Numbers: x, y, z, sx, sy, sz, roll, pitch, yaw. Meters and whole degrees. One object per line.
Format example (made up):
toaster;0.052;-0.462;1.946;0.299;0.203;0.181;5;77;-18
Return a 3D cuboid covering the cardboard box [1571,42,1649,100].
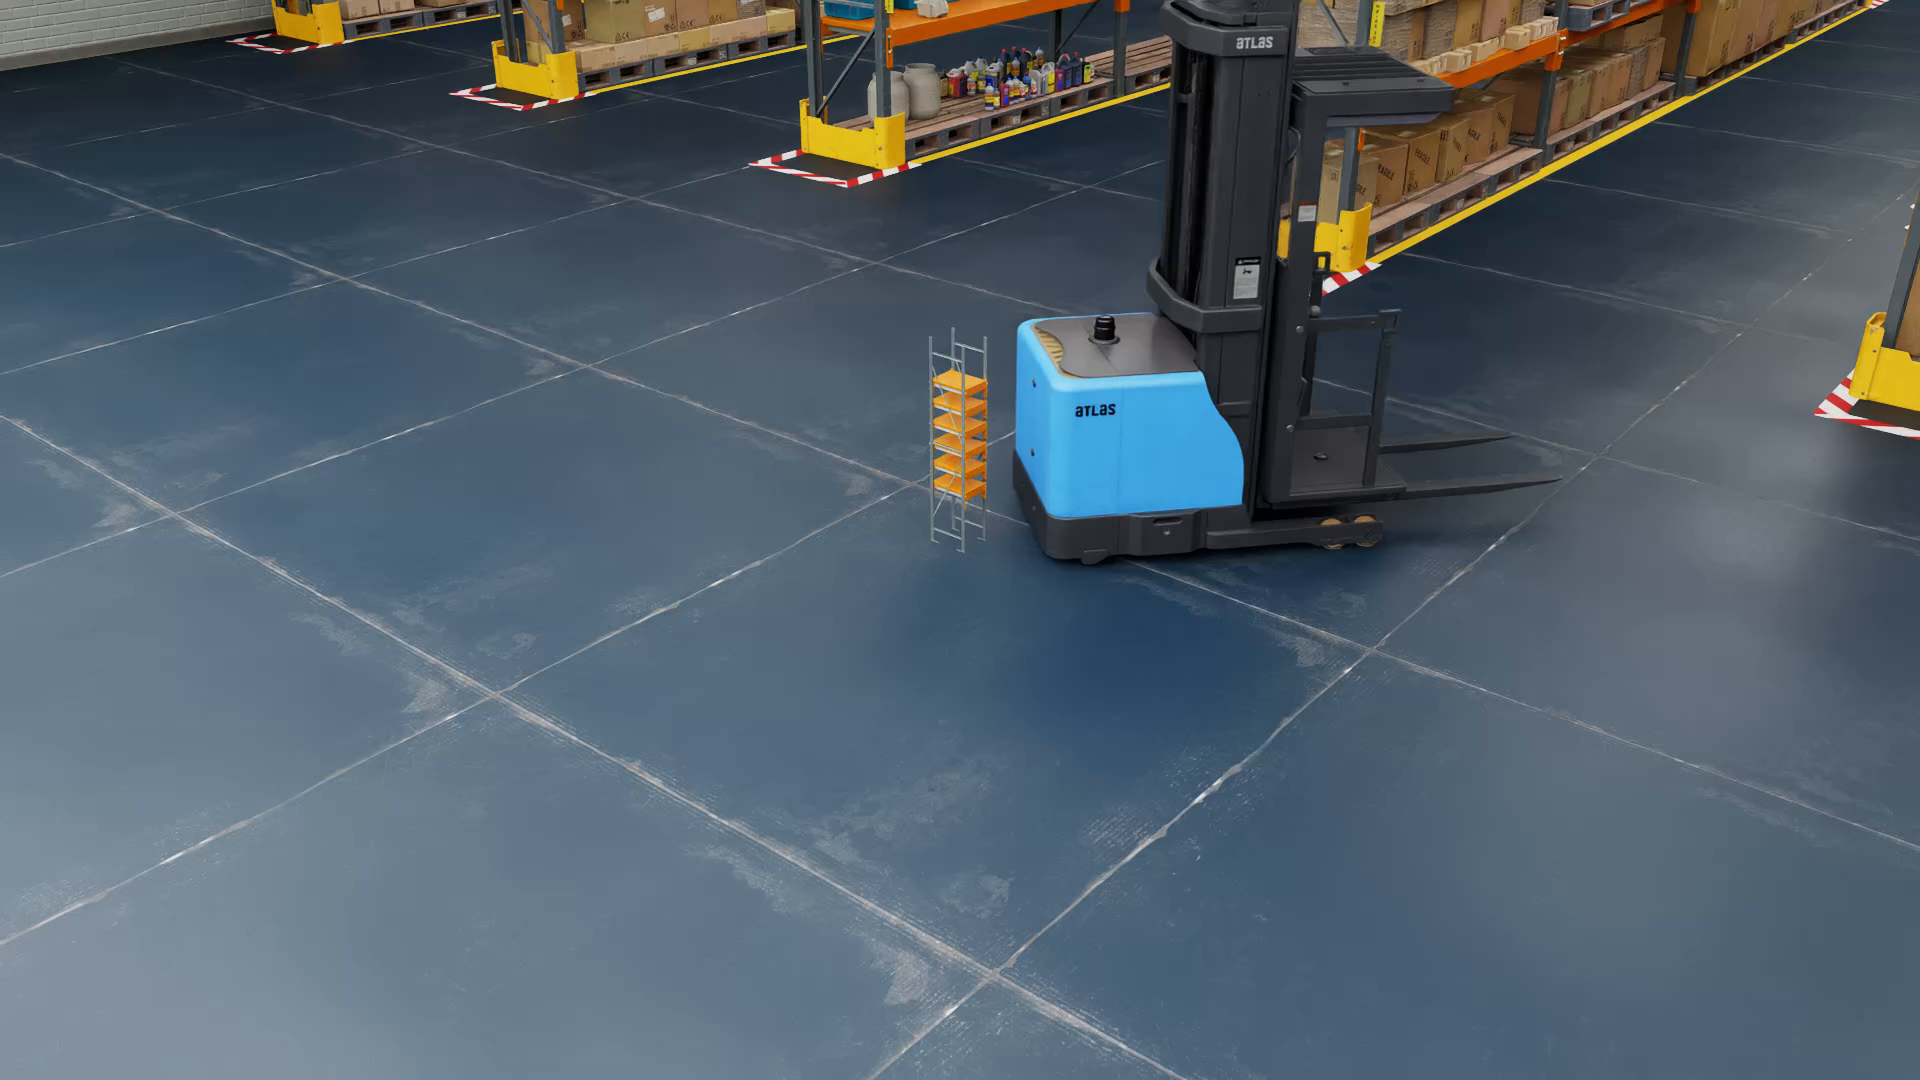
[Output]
cardboard box;7.071;-5.160;18.202;0.700;0.500;0.500;18;32;30

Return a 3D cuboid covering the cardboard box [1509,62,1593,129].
cardboard box;6.006;-4.561;17.043;0.700;0.500;0.500;21;34;34

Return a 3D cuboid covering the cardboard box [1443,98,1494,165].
cardboard box;4.637;-3.842;15.675;0.500;0.500;0.500;-16;31;-28

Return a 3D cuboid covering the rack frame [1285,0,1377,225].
rack frame;2.736;-3.682;13.104;1.000;3.000;0.127;21;34;34

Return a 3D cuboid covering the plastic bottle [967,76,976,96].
plastic bottle;0.122;-4.963;18.145;0.097;0.201;0.097;0;27;0

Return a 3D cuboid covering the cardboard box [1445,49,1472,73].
cardboard box;4.130;-4.106;14.195;0.380;0.149;0.250;21;34;34

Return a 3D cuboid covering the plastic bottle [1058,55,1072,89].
plastic bottle;1.149;-5.186;18.415;0.144;0.351;0.185;19;33;32

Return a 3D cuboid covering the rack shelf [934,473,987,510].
rack shelf;-0.009;-0.275;9.095;0.258;0.103;0.180;21;34;34

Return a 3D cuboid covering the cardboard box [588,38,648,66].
cardboard box;-4.077;-5.848;19.825;0.500;0.250;0.500;21;34;34

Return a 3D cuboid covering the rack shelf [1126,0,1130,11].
rack shelf;2.731;-6.938;20.179;1.077;0.370;4.000;21;34;34

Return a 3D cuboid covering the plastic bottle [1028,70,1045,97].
plastic bottle;0.837;-4.982;18.102;0.152;0.276;0.135;21;34;35

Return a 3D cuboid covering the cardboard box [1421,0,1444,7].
cardboard box;3.620;-4.594;13.344;0.500;0.500;0.500;21;34;34

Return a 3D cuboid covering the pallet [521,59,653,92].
pallet;-4.451;-5.624;19.891;1.003;0.211;1.213;21;34;34

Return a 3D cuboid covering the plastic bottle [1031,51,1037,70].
plastic bottle;0.816;-5.399;18.899;0.061;0.283;0.133;21;34;34

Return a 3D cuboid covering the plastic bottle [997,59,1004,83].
plastic bottle;0.440;-5.237;18.599;0.097;0.271;0.097;0;27;0

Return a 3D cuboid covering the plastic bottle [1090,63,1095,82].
plastic bottle;1.468;-5.281;18.761;0.097;0.201;0.097;0;27;0

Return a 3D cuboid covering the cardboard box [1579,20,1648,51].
cardboard box;7.092;-5.500;18.042;0.500;0.250;0.500;-24;36;-38

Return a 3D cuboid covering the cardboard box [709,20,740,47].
cardboard box;-3.120;-6.378;20.850;0.500;0.250;0.500;21;34;34

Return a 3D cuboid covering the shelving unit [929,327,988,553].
shelving unit;-0.009;-0.528;8.964;0.258;1.200;0.189;21;34;34

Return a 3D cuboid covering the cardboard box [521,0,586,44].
cardboard box;-4.794;-6.154;19.602;0.500;0.500;0.500;21;34;34

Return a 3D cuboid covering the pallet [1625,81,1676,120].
pallet;7.327;-5.004;18.693;1.003;0.211;1.213;21;34;34

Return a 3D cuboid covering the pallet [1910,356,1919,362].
pallet;6.947;-1.265;11.465;1.003;0.211;1.213;21;34;34

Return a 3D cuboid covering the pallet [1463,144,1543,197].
pallet;4.881;-3.614;16.006;1.003;0.211;1.213;21;34;34

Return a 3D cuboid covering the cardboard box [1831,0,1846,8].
cardboard box;11.989;-8.025;23.354;0.875;0.875;0.875;21;34;34

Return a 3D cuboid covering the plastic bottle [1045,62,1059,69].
plastic bottle;1.019;-5.188;18.499;0.152;0.276;0.135;21;34;34

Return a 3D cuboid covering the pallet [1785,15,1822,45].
pallet;10.913;-6.945;22.446;1.003;0.211;1.213;21;34;34

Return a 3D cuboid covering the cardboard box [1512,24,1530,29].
cardboard box;4.999;-4.670;15.286;0.380;0.149;0.250;21;34;34

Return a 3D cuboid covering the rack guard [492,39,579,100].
rack guard;-4.921;-5.460;19.261;1.175;0.500;0.348;21;34;34

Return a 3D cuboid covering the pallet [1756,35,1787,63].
pallet;9.936;-6.403;21.397;1.003;0.211;1.213;21;34;34

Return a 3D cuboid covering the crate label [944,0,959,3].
crate label;-0.124;-5.877;17.308;0.502;0.435;0.616;21;34;34

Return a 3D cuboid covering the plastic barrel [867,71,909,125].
plastic barrel;-0.726;-4.467;16.871;0.421;0.512;0.421;0;27;0

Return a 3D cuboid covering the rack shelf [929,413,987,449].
rack shelf;-0.009;-0.595;8.930;0.258;0.103;0.180;21;34;34

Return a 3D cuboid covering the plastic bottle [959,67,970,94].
plastic bottle;0.014;-5.026;18.185;0.152;0.276;0.135;20;33;33

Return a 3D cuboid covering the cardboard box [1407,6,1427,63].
cardboard box;3.333;-4.258;13.784;0.875;0.500;0.500;21;34;34

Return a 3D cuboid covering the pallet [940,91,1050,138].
pallet;0.224;-4.649;18.008;1.003;0.211;1.213;21;34;34

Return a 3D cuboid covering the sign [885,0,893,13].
sign;-0.664;-5.091;15.525;0.100;0.325;0.005;21;34;34

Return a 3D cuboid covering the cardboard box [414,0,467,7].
cardboard box;-7.353;-7.777;23.261;0.700;0.500;0.500;18;33;31

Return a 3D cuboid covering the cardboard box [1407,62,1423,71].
cardboard box;3.589;-3.864;13.729;0.380;0.149;0.250;21;34;34

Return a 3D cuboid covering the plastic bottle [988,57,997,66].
plastic bottle;0.368;-5.259;18.629;0.061;0.283;0.133;23;35;37

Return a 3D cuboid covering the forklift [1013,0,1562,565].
forklift;1.873;-1.483;8.927;3.031;2.935;1.130;-5;28;-9

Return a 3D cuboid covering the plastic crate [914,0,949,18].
plastic crate;-0.268;-5.236;16.394;0.298;0.136;0.250;21;34;34

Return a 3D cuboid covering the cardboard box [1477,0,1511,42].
cardboard box;4.361;-4.762;14.758;0.875;0.500;0.500;21;34;34

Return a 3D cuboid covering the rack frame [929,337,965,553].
rack frame;-0.067;-0.495;8.902;0.240;1.200;0.006;21;34;34

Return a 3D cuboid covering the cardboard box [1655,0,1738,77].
cardboard box;8.280;-6.000;19.440;1.225;0.875;0.875;19;33;32

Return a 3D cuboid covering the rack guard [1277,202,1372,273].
rack guard;2.785;-2.599;13.730;1.175;0.500;0.348;21;34;34

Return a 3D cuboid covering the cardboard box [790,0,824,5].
cardboard box;-1.906;-7.285;21.993;0.500;0.311;0.500;21;34;35

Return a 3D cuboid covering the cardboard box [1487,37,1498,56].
cardboard box;4.537;-4.398;14.761;0.380;0.149;0.250;21;34;34

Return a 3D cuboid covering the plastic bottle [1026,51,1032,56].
plastic bottle;0.733;-5.426;18.960;0.152;0.276;0.135;22;35;36

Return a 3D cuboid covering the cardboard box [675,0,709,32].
cardboard box;-3.437;-6.534;20.334;0.500;0.500;0.500;21;34;34

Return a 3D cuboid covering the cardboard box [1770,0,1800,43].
cardboard box;9.977;-6.947;21.270;1.225;0.875;0.875;21;34;35

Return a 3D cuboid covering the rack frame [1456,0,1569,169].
rack frame;5.281;-5.101;15.845;1.000;3.000;0.127;21;34;34

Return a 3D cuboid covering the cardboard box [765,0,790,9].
cardboard box;-2.321;-7.194;22.428;0.500;0.250;0.500;20;34;34

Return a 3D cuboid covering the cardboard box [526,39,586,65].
cardboard box;-4.792;-5.821;19.773;0.500;0.250;0.500;21;34;34

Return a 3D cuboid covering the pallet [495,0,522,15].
pallet;-6.586;-7.957;24.401;1.003;0.211;1.213;21;34;34

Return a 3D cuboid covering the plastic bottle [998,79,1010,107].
plastic bottle;0.466;-4.746;17.636;0.061;0.283;0.133;21;34;35

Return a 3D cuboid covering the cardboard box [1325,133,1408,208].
cardboard box;3.500;-3.197;14.429;0.500;0.500;0.500;-18;32;-31

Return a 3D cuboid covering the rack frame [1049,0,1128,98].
rack frame;1.459;-6.548;18.643;1.000;3.000;0.127;21;34;34

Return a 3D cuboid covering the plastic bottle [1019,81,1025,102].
plastic bottle;0.653;-4.826;17.882;0.097;0.201;0.097;0;27;0

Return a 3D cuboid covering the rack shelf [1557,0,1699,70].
rack shelf;6.553;-5.490;17.381;1.077;0.370;4.000;21;34;34

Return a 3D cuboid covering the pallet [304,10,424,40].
pallet;-8.138;-7.092;22.729;1.003;0.211;1.213;21;34;34
